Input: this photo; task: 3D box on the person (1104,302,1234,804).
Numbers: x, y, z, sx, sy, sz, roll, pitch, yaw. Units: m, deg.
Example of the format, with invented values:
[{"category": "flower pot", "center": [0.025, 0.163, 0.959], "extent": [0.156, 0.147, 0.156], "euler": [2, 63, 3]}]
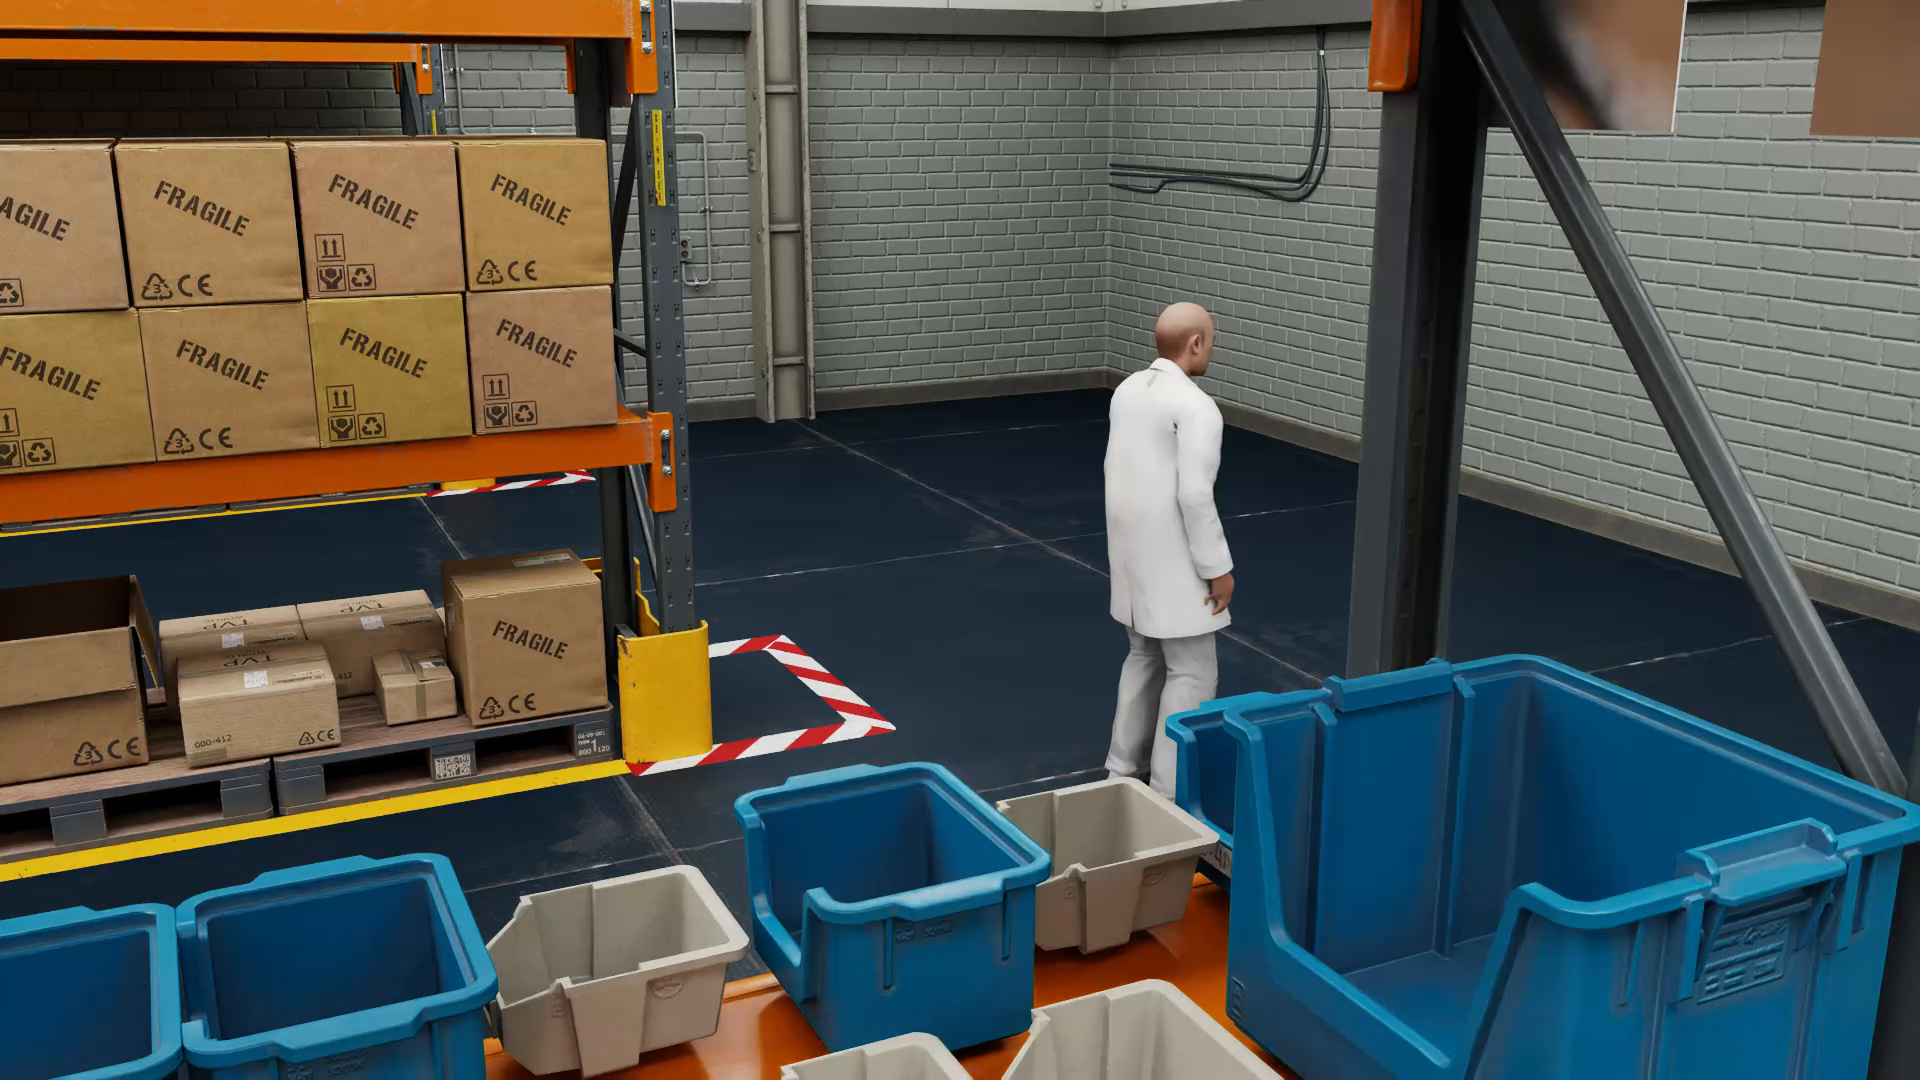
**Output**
[{"category": "person", "center": [0.729, 0.064, 5.808], "extent": [0.424, 1.774, 0.644], "euler": [-7, 17, -25]}]
